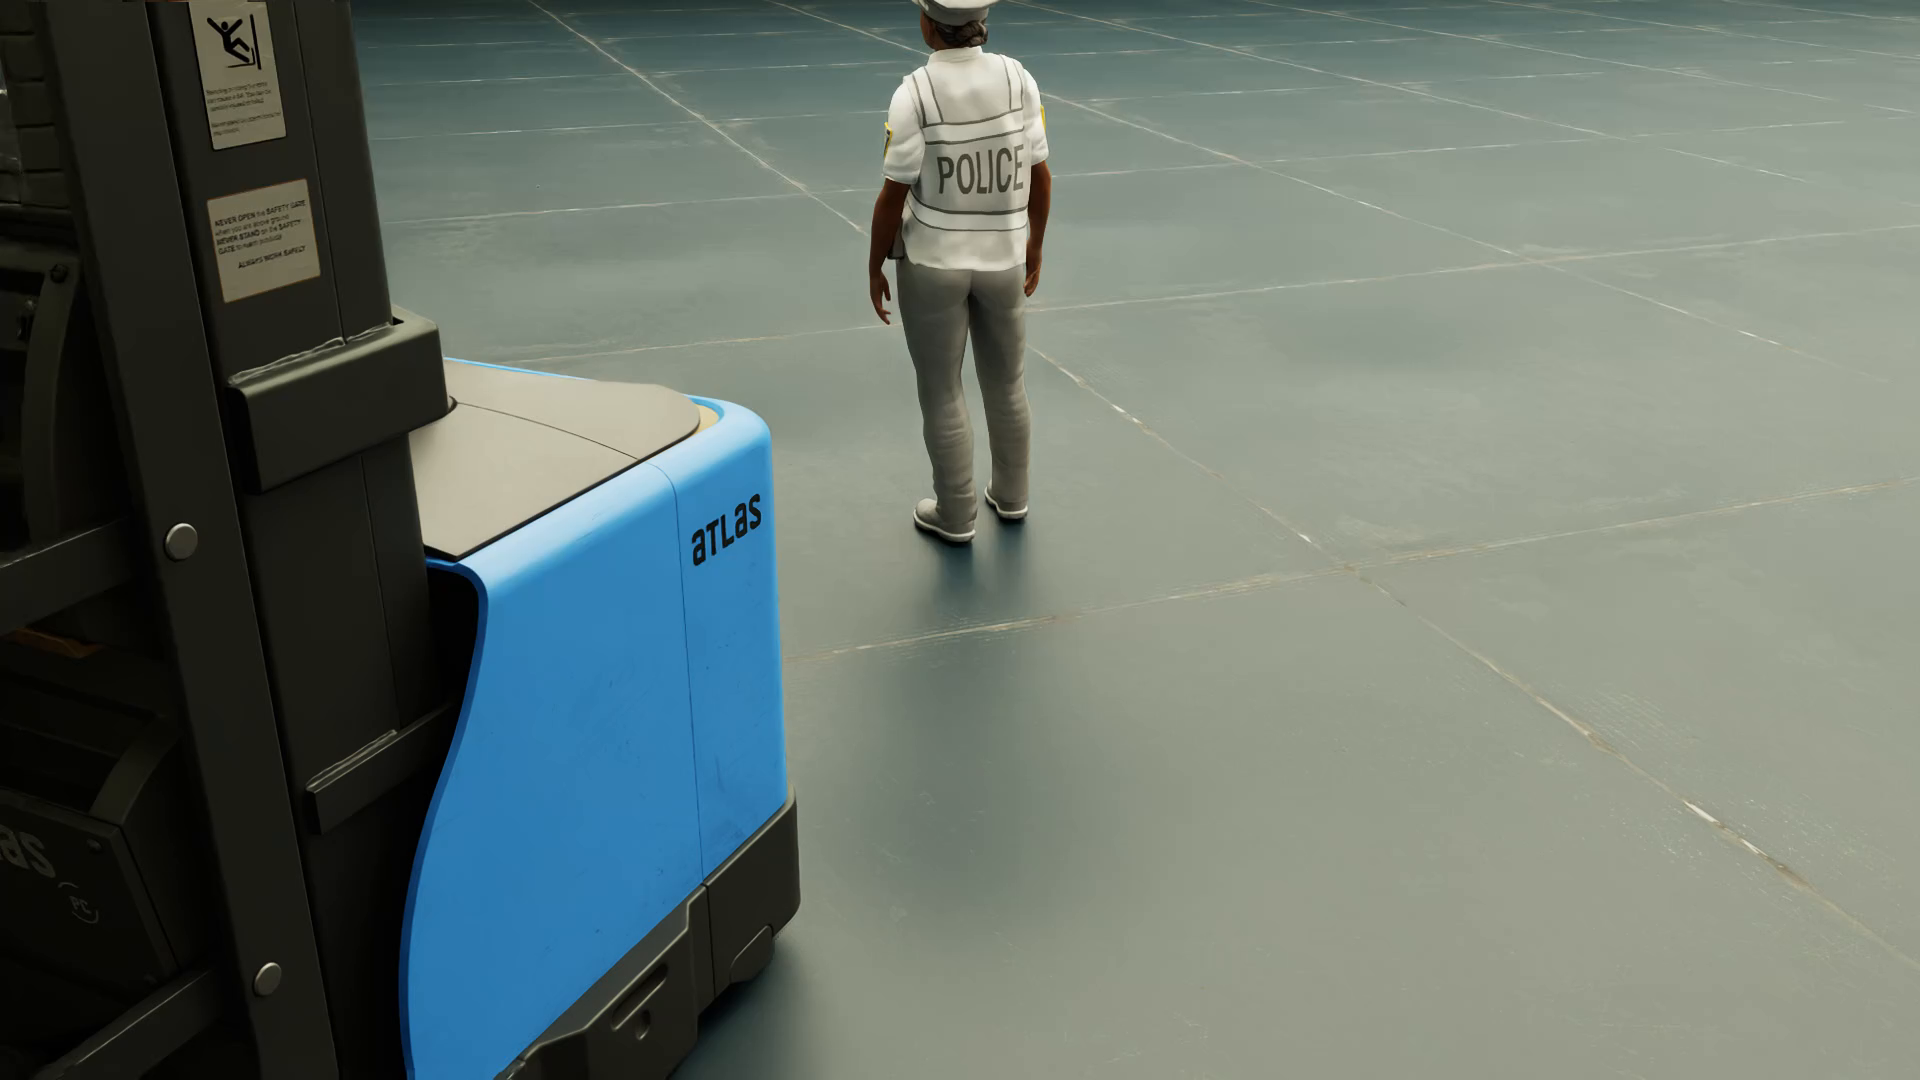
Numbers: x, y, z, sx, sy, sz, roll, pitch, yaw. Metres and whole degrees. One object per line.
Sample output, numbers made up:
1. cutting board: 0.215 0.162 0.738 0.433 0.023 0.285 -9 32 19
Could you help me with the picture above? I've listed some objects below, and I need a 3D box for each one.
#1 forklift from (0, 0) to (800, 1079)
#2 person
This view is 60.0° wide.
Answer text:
1. forklift: -1.393 -0.156 1.671 1.130 2.935 3.031 10 25 23
2. person: -0.007 -0.817 4.819 0.569 1.694 0.530 -8 24 -18
